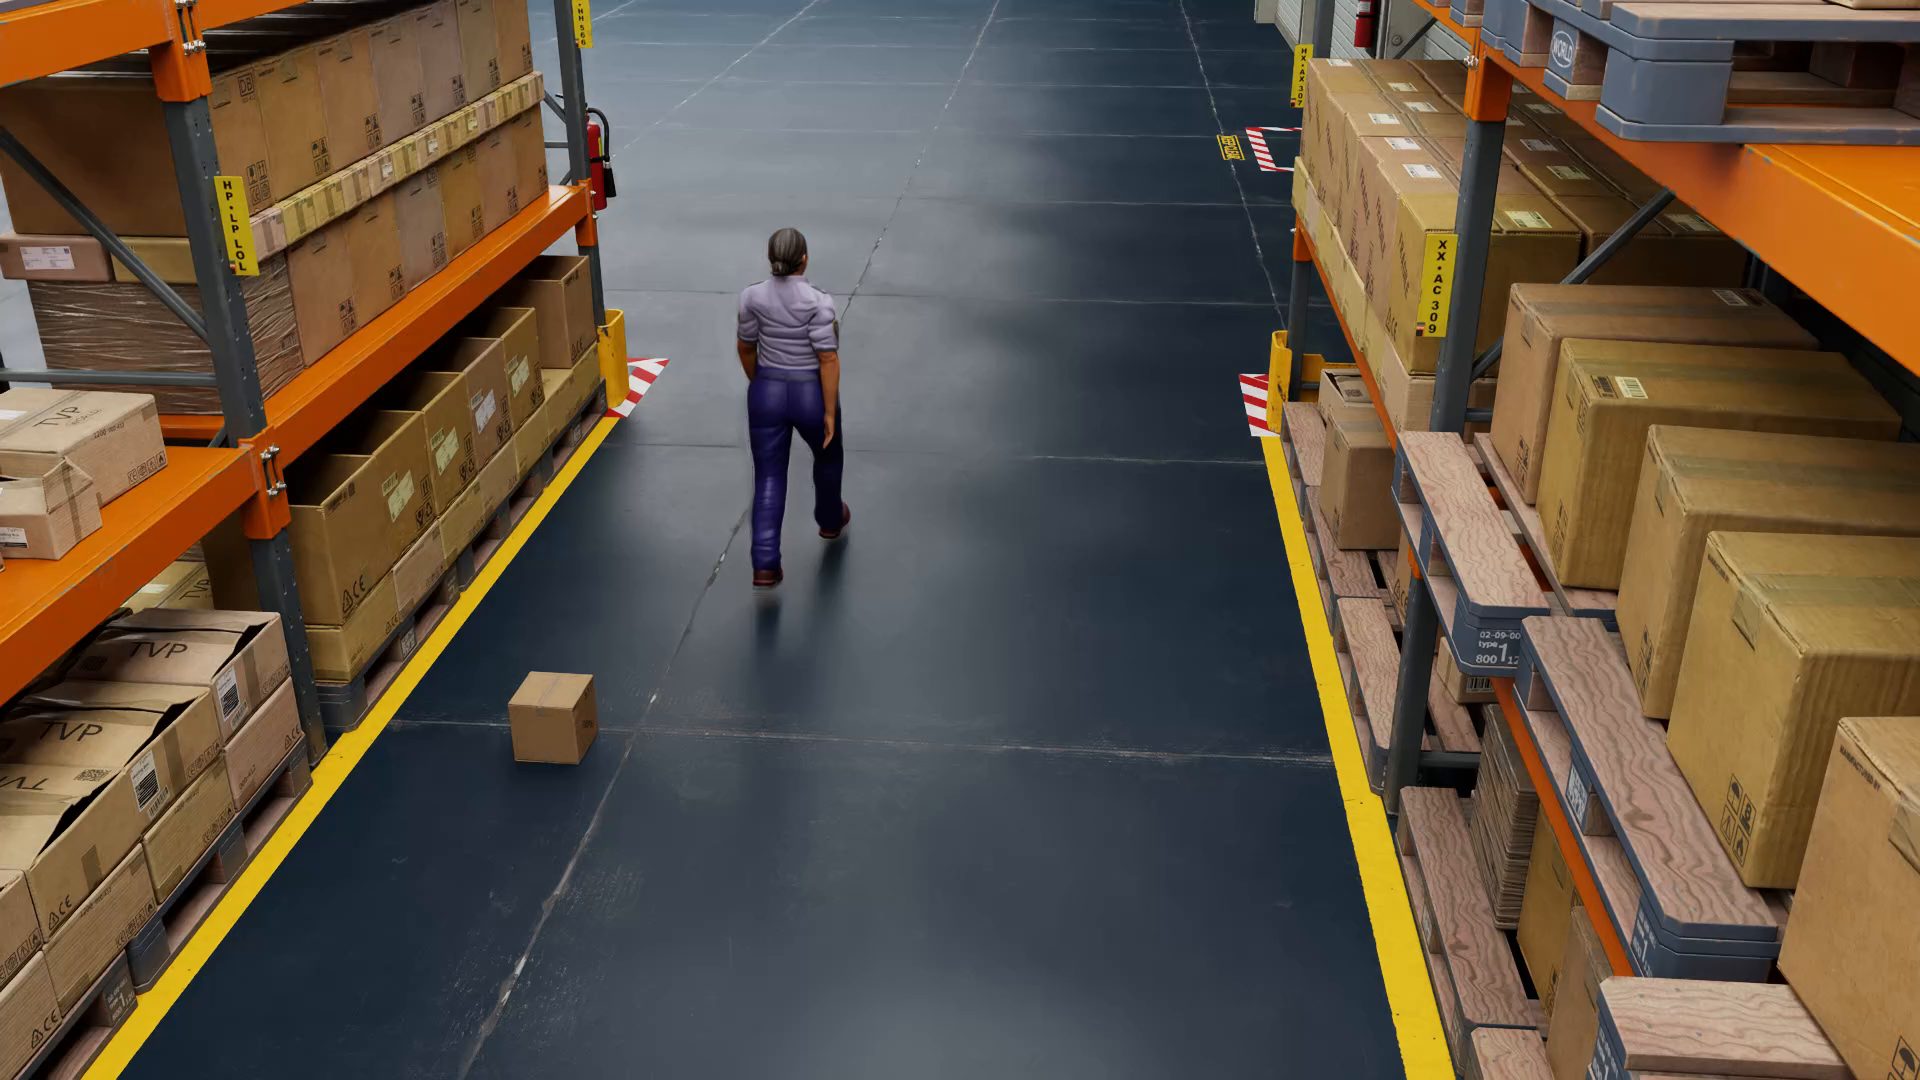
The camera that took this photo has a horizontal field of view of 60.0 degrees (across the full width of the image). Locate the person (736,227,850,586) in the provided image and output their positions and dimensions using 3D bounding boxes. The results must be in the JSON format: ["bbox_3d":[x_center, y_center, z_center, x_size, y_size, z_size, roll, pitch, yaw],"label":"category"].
[{"bbox_3d":[-0.759,-0.640,7.513,0.485,1.591,1.031,2,25,5],"label":"person"}]
